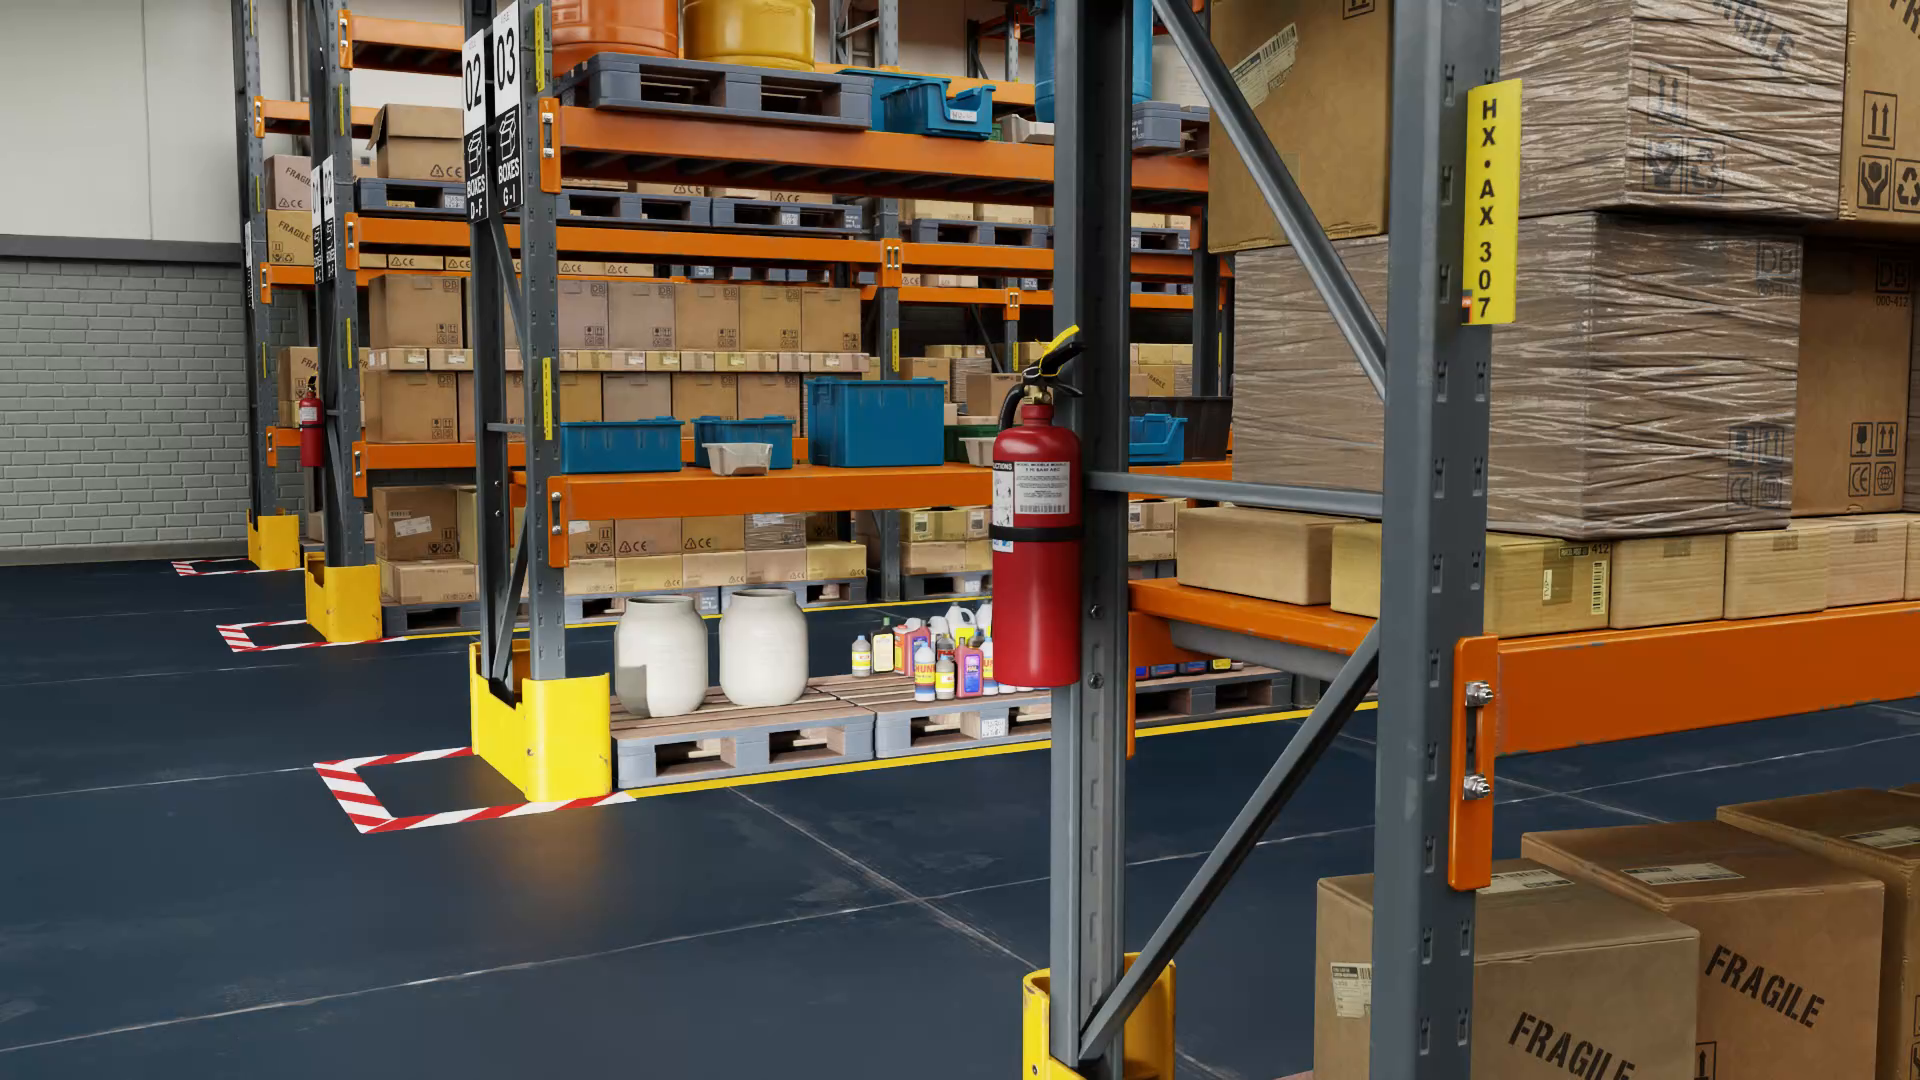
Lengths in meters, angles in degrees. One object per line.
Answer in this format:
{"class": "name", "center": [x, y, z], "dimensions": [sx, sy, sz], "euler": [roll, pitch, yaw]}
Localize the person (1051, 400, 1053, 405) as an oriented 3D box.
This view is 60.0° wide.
{"class": "person", "center": [0.550, -0.136, 11.146], "dimensions": [0.435, 1.579, 0.608], "euler": [-4, 7, -41]}
